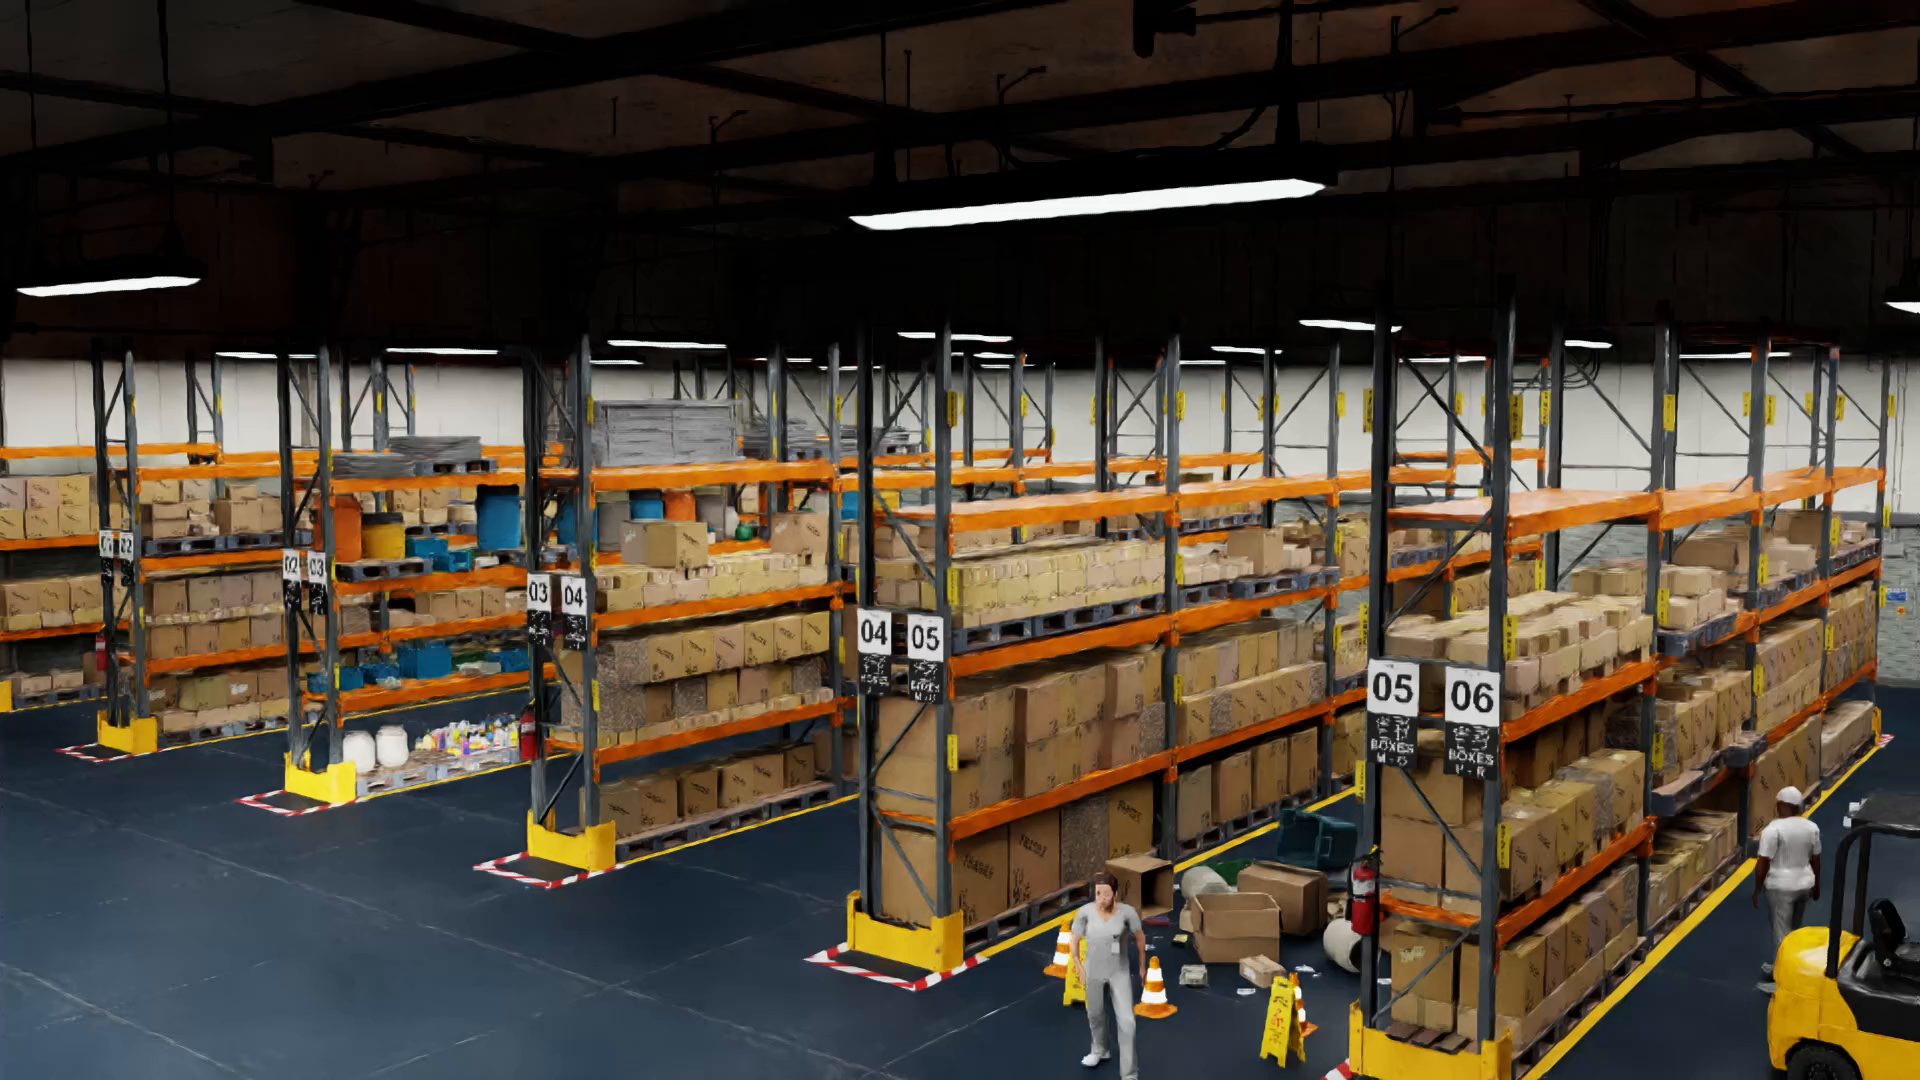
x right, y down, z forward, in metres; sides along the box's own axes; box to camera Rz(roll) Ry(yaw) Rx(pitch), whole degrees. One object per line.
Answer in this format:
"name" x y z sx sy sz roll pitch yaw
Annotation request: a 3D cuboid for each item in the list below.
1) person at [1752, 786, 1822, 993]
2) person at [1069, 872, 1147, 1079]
"person" 7.190 3.008 14.507 0.673 1.763 0.577 -2 5 -20
"person" 1.135 3.266 12.528 0.597 1.610 0.789 2 5 17
